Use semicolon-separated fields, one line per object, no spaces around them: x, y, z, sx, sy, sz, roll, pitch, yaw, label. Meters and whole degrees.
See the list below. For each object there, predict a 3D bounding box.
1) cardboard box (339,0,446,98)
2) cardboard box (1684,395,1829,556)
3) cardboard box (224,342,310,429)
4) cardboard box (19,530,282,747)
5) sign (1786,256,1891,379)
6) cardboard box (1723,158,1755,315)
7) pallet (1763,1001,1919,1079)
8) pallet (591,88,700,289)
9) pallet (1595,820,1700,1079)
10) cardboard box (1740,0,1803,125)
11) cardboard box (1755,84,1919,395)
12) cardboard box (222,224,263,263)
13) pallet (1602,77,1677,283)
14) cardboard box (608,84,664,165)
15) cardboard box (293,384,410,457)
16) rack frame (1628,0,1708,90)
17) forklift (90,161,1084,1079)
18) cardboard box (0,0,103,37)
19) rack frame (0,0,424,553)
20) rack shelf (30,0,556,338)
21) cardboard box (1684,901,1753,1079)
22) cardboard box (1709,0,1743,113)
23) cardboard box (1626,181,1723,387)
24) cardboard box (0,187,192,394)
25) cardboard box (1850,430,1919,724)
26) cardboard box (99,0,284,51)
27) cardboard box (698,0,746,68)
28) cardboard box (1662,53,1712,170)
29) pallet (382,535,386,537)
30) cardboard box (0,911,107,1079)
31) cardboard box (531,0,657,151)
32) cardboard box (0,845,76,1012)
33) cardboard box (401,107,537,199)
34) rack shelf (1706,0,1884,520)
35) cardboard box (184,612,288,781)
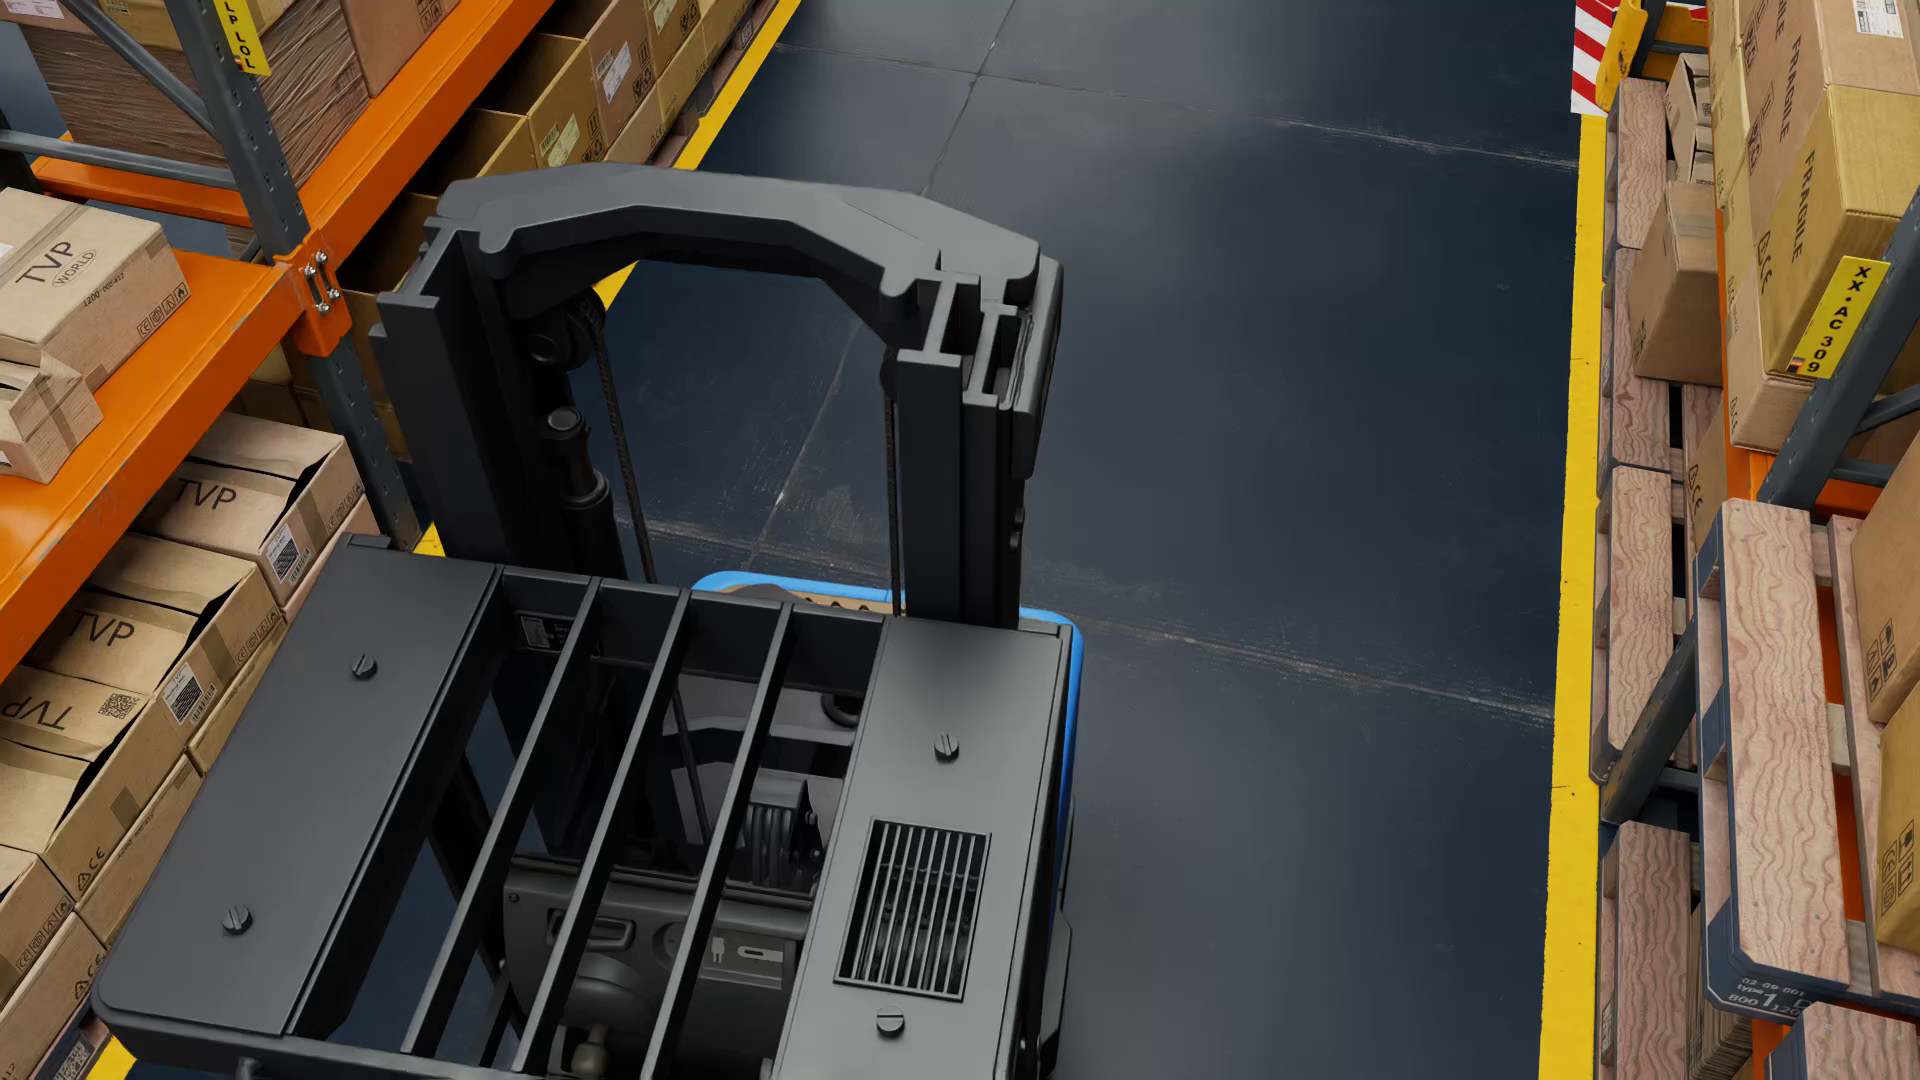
-2.114;-1.801;5.272;0.700;0.500;0.500;11;50;10;cardboard box
2.657;-0.165;5.269;0.500;0.500;0.500;8;49;7;cardboard box
-2.446;-0.671;5.895;0.500;0.250;0.500;12;50;10;cardboard box
-2.319;0.249;4.709;0.500;0.311;0.500;13;50;11;cardboard box
1.897;-0.476;3.592;0.100;0.325;0.005;12;50;10;sign
2.394;-0.806;4.548;0.500;0.250;0.500;12;50;10;cardboard box
1.851;1.429;2.616;1.003;0.211;1.213;12;50;10;pallet
-1.789;-1.593;7.015;1.003;0.211;1.213;12;50;10;pallet
2.219;1.398;4.375;1.003;0.211;1.213;12;50;10;pallet
2.517;-1.421;4.590;0.500;0.500;0.500;10;49;9;cardboard box
2.248;-0.696;3.950;0.500;0.500;0.500;11;50;10;cardboard box
-2.304;-1.278;5.931;0.500;0.500;0.500;12;50;10;cardboard box
3.207;-1.423;6.865;1.003;0.211;1.213;12;50;10;pallet
-1.544;-1.652;6.761;0.500;0.250;0.500;12;50;10;cardboard box
-1.943;-0.568;5.804;0.500;0.250;0.500;12;50;10;cardboard box
3.475;-2.982;6.381;1.000;3.000;0.127;12;50;10;rack frame
-0.424;0.959;2.949;1.130;2.935;3.031;7;49;6;forklift
-2.493;-1.550;4.618;0.380;0.149;0.250;12;50;10;cardboard box
-2.358;-1.063;4.688;1.000;3.000;0.127;12;50;10;rack frame
-1.831;-2.272;6.234;1.077;0.370;4.000;12;50;10;rack shelf
2.245;1.129;4.127;0.700;0.500;0.500;13;50;11;cardboard box
2.642;-1.537;5.193;0.500;0.250;0.500;12;50;10;cardboard box
2.815;-0.884;5.903;0.700;0.500;0.500;9;49;8;cardboard box
-2.445;-0.649;4.422;0.500;0.250;0.500;14;50;12;cardboard box
2.255;0.094;3.306;0.700;0.500;0.500;12;50;10;cardboard box
-2.100;-1.467;4.545;0.380;0.149;0.250;11;50;10;cardboard box
-1.281;-2.375;7.400;0.500;0.250;0.500;12;50;10;cardboard box
3.206;-1.755;6.798;0.500;0.311;0.500;7;49;6;cardboard box
-2.514;0.400;5.256;1.003;0.211;1.213;12;50;10;pallet
-2.592;1.168;4.272;0.500;0.250;0.500;12;50;11;cardboard box
-1.541;-1.899;6.479;0.500;0.500;0.500;12;50;10;cardboard box
-2.588;0.973;4.071;0.500;0.311;0.500;11;49;10;cardboard box
-1.810;-1.177;5.842;0.500;0.500;0.500;12;50;10;cardboard box
2.949;-1.297;5.374;1.077;0.370;4.000;12;50;10;rack shelf
-2.322;0.430;4.923;0.500;0.250;0.500;11;49;9;cardboard box
